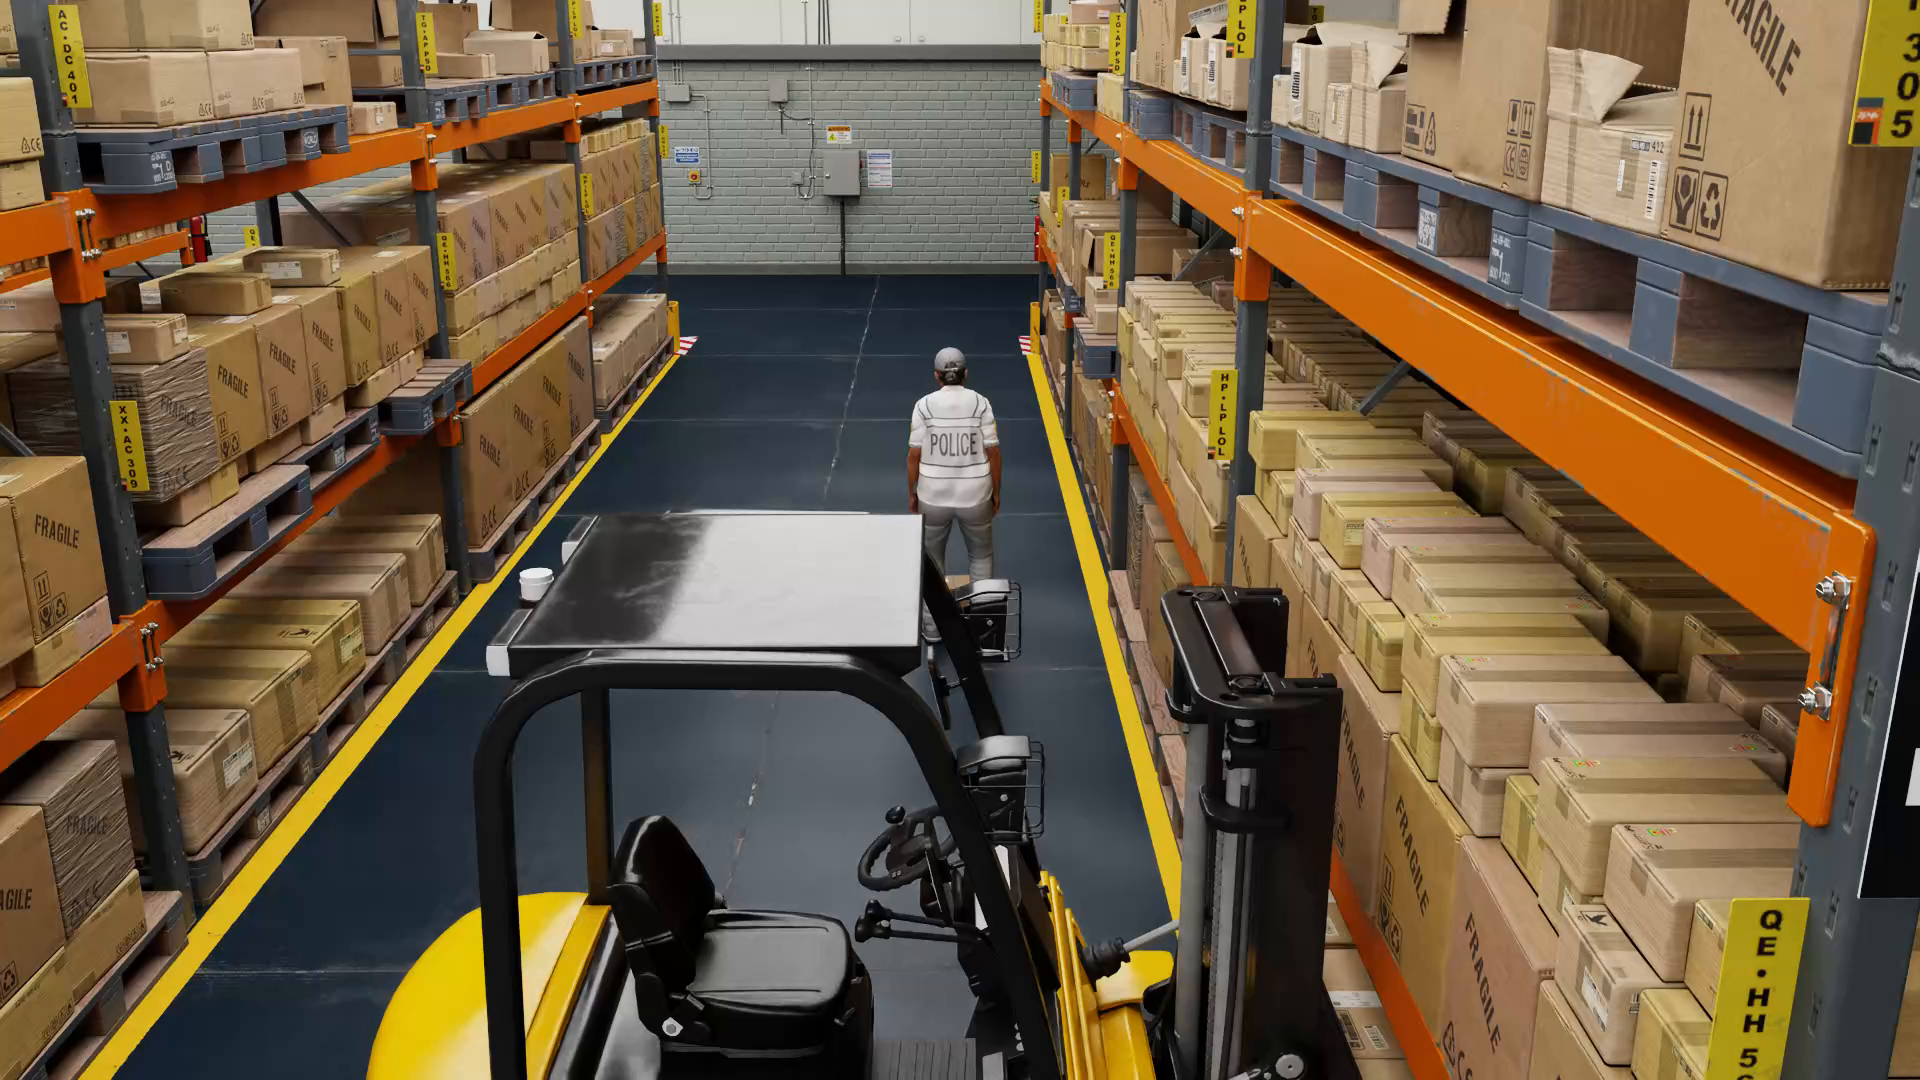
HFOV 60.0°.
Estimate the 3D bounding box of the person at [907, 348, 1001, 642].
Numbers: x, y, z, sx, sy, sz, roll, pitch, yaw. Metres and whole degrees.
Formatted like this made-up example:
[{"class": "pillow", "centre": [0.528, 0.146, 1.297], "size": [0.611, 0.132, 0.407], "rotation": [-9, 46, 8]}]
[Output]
[{"class": "person", "centre": [-0.025, -0.244, 9.323], "size": [0.537, 1.665, 0.469], "rotation": [0, 17, -1]}]
